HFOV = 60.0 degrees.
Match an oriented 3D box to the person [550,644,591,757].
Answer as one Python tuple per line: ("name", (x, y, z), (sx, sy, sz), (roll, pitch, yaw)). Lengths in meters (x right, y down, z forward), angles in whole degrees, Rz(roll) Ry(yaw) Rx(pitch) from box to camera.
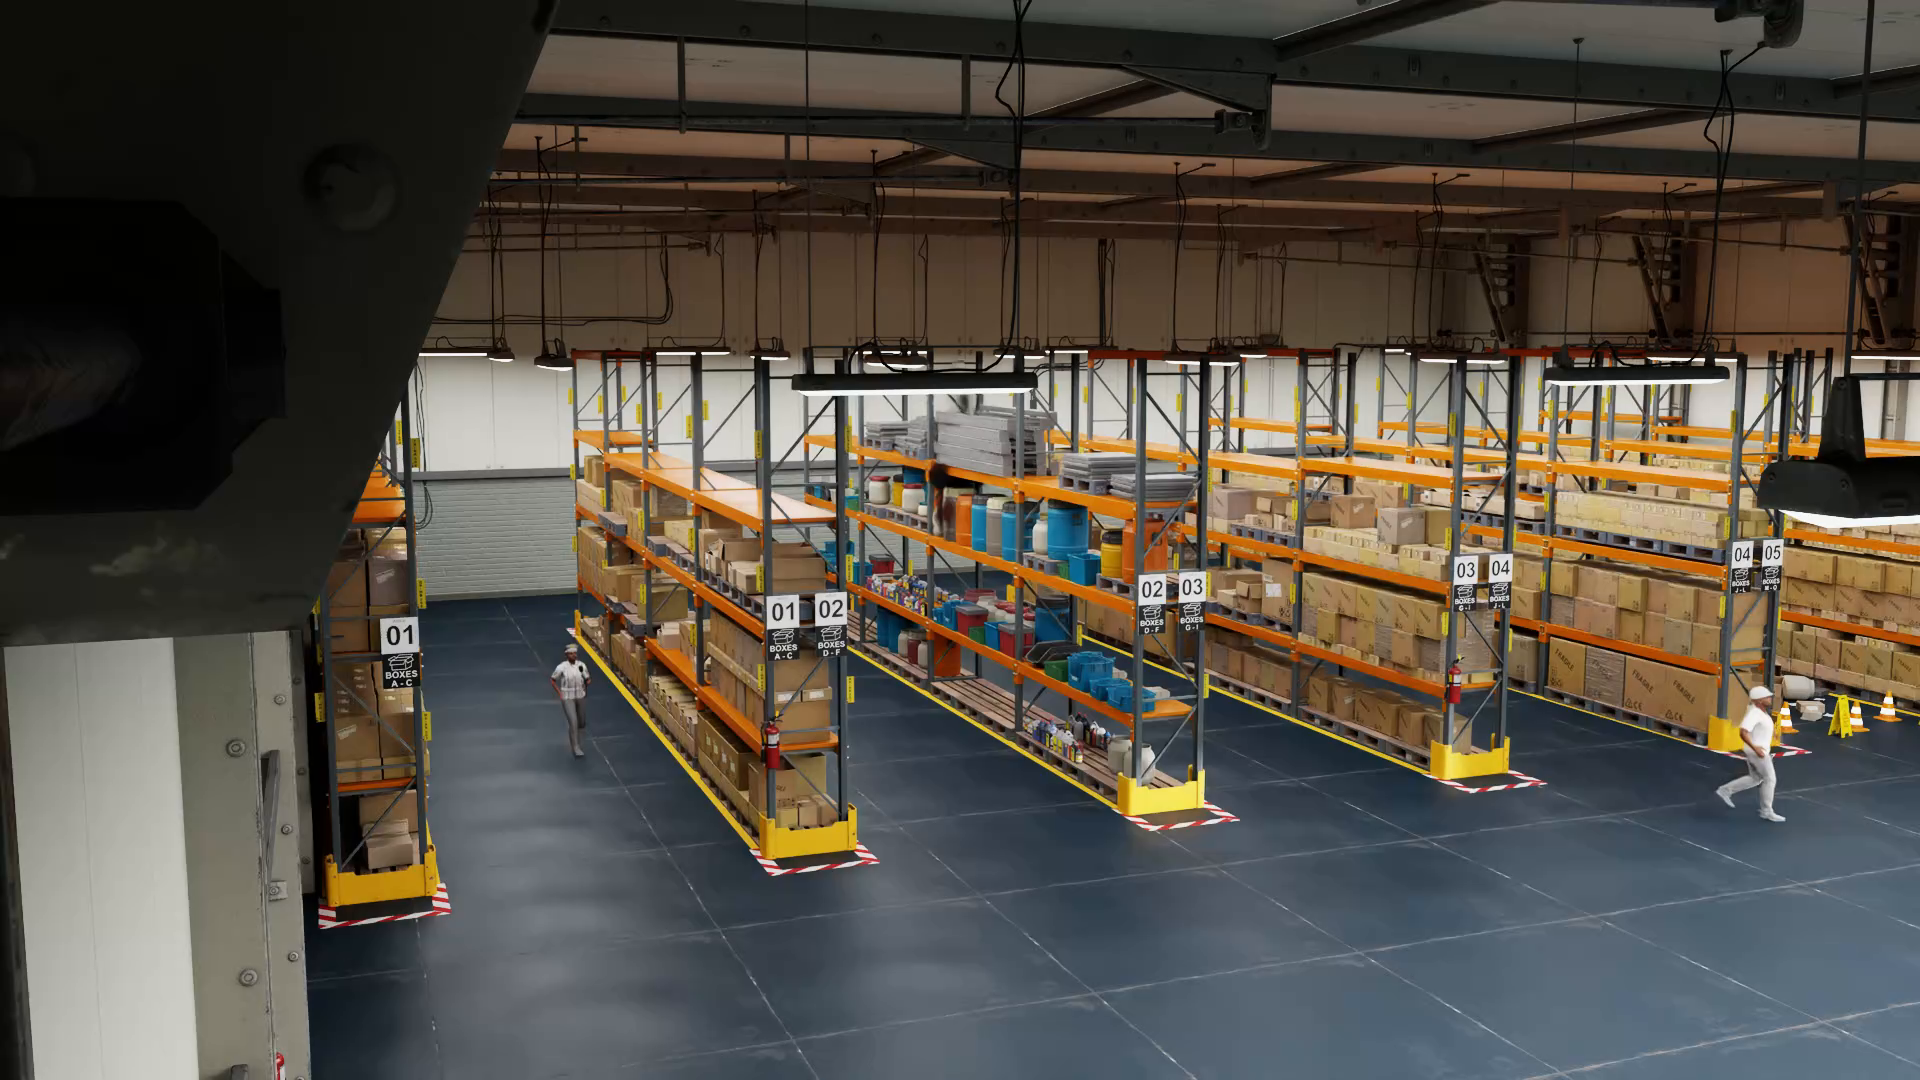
("person", (-5.858, 2.389, 25.125), (0.588, 1.655, 0.796), (-4, 8, -32))

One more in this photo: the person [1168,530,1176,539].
("person", (4.964, 0.549, 39.717), (0.679, 1.838, 0.762), (0, 7, 3))

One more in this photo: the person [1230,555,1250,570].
("person", (6.914, 0.335, 41.558), (0.843, 1.657, 0.732), (5, 9, 35))

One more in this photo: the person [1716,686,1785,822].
("person", (10.370, 2.772, 21.737), (0.844, 1.765, 0.690), (3, 8, 20))
